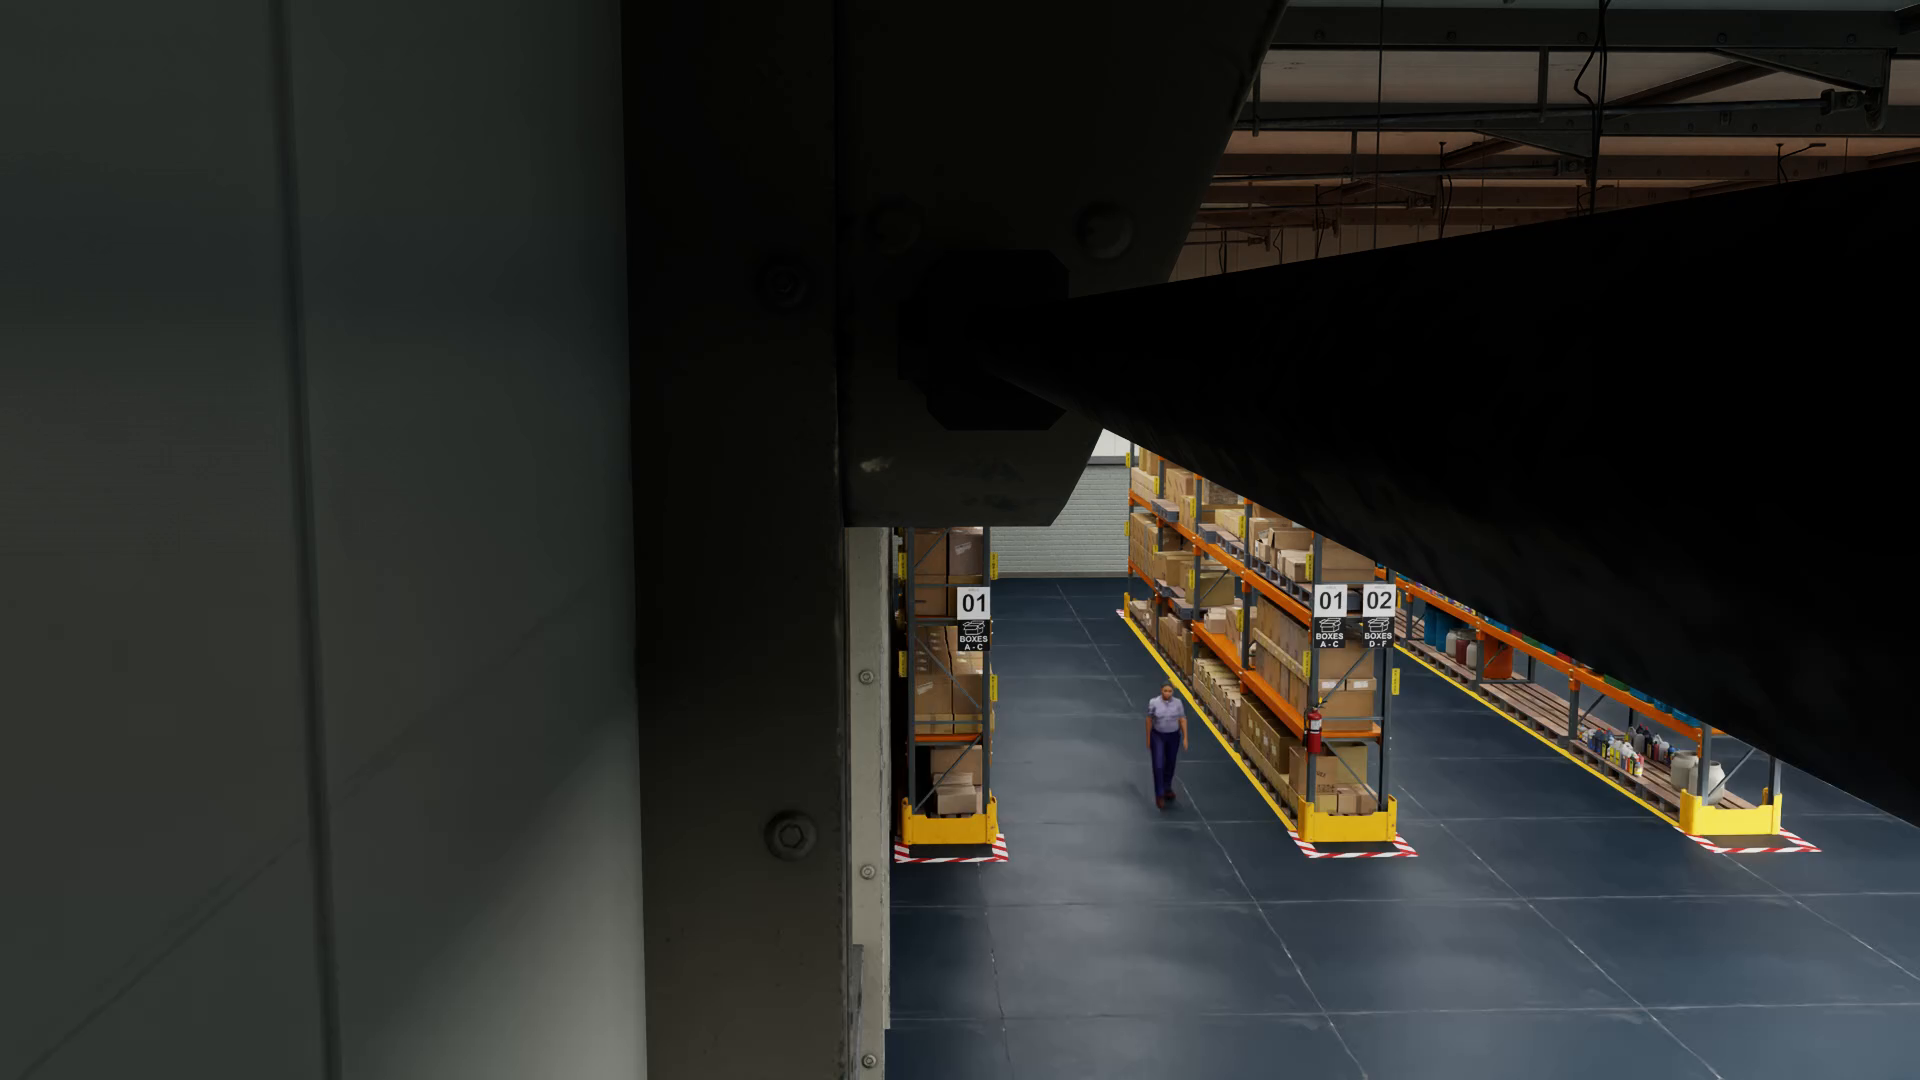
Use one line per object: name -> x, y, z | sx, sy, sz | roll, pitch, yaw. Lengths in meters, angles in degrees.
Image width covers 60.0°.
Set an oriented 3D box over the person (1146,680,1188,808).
person -> 2.766, 2.688, 22.215 | 0.527, 1.665, 0.676 | -1, 7, -6
